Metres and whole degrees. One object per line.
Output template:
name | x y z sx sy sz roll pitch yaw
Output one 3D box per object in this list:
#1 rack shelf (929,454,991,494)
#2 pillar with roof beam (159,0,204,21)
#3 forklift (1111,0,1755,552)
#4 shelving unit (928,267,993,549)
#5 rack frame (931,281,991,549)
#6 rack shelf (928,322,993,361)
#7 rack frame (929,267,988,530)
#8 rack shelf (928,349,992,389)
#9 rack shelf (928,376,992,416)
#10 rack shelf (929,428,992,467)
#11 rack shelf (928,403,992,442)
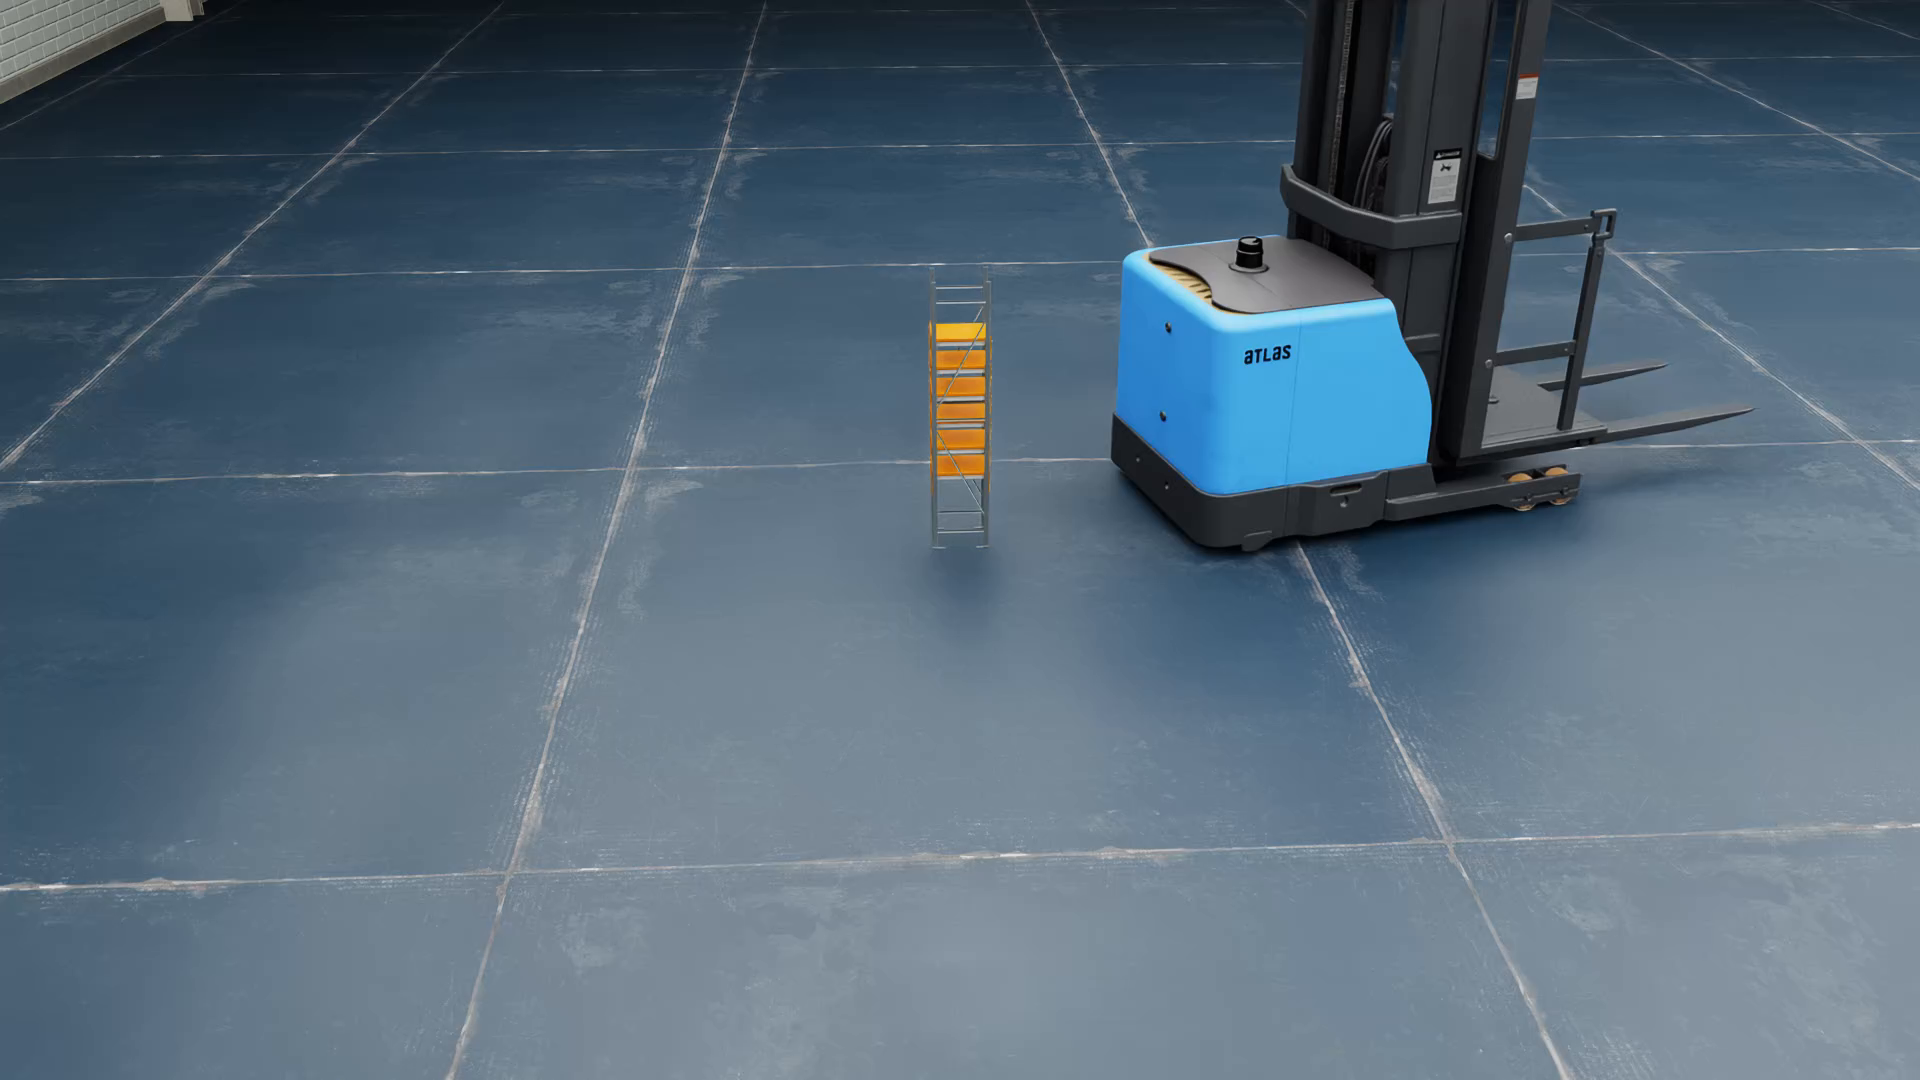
rack shelf | -0.001 -0.286 7.117 0.258 0.103 0.180 -1 28 -3
pillar with roof beam | -4.209 -9.821 16.348 9.100 9.000 0.400 -1 28 -3
forklift | 2.283 -1.650 7.244 3.031 2.935 1.130 -9 29 -17
shelving unit | -0.001 -0.539 6.985 0.258 1.200 0.189 -1 28 -3
rack frame | 0.004 -0.496 6.904 0.240 1.200 0.006 -1 28 -3
rack shelf | -0.001 -0.818 6.839 0.258 0.103 0.180 -1 28 -3
rack frame | -0.006 -0.581 7.066 0.240 1.200 0.006 -1 28 -3
rack shelf | -0.001 -0.712 6.895 0.258 0.103 0.180 -1 28 -3
rack shelf | -0.001 -0.606 6.950 0.258 0.103 0.180 -1 28 -3
rack shelf | -0.001 -0.393 7.061 0.258 0.103 0.180 -1 28 -3
rack shelf | -0.001 -0.499 7.006 0.258 0.103 0.180 -1 28 -3
